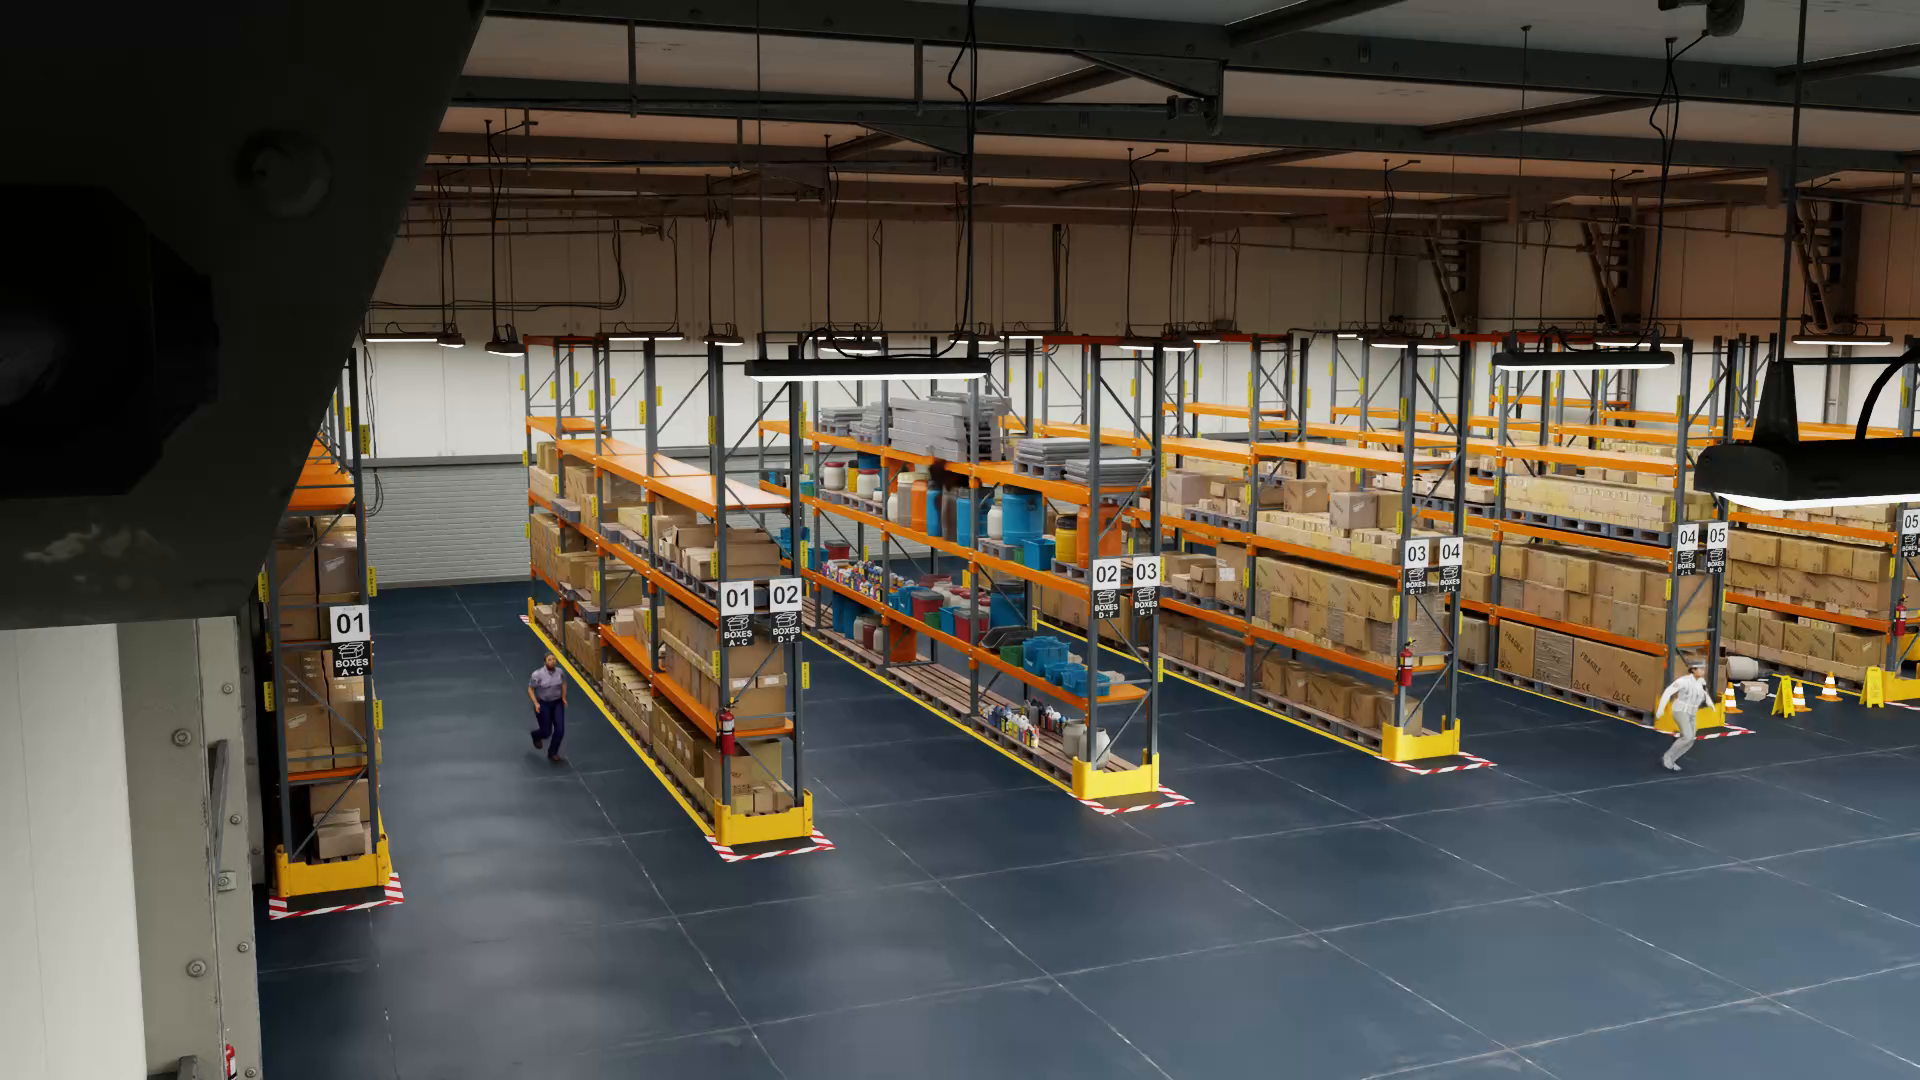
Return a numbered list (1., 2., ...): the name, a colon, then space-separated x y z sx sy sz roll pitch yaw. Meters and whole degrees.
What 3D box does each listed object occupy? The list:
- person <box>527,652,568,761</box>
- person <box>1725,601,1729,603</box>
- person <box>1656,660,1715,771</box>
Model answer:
1. person: -5.934 2.377 23.943 0.593 1.591 0.555 -5 9 -34
2. person: 15.583 1.014 33.651 0.650 1.737 0.792 -4 9 -28
3. person: 10.266 2.472 23.364 0.789 1.610 0.575 -5 9 -31
